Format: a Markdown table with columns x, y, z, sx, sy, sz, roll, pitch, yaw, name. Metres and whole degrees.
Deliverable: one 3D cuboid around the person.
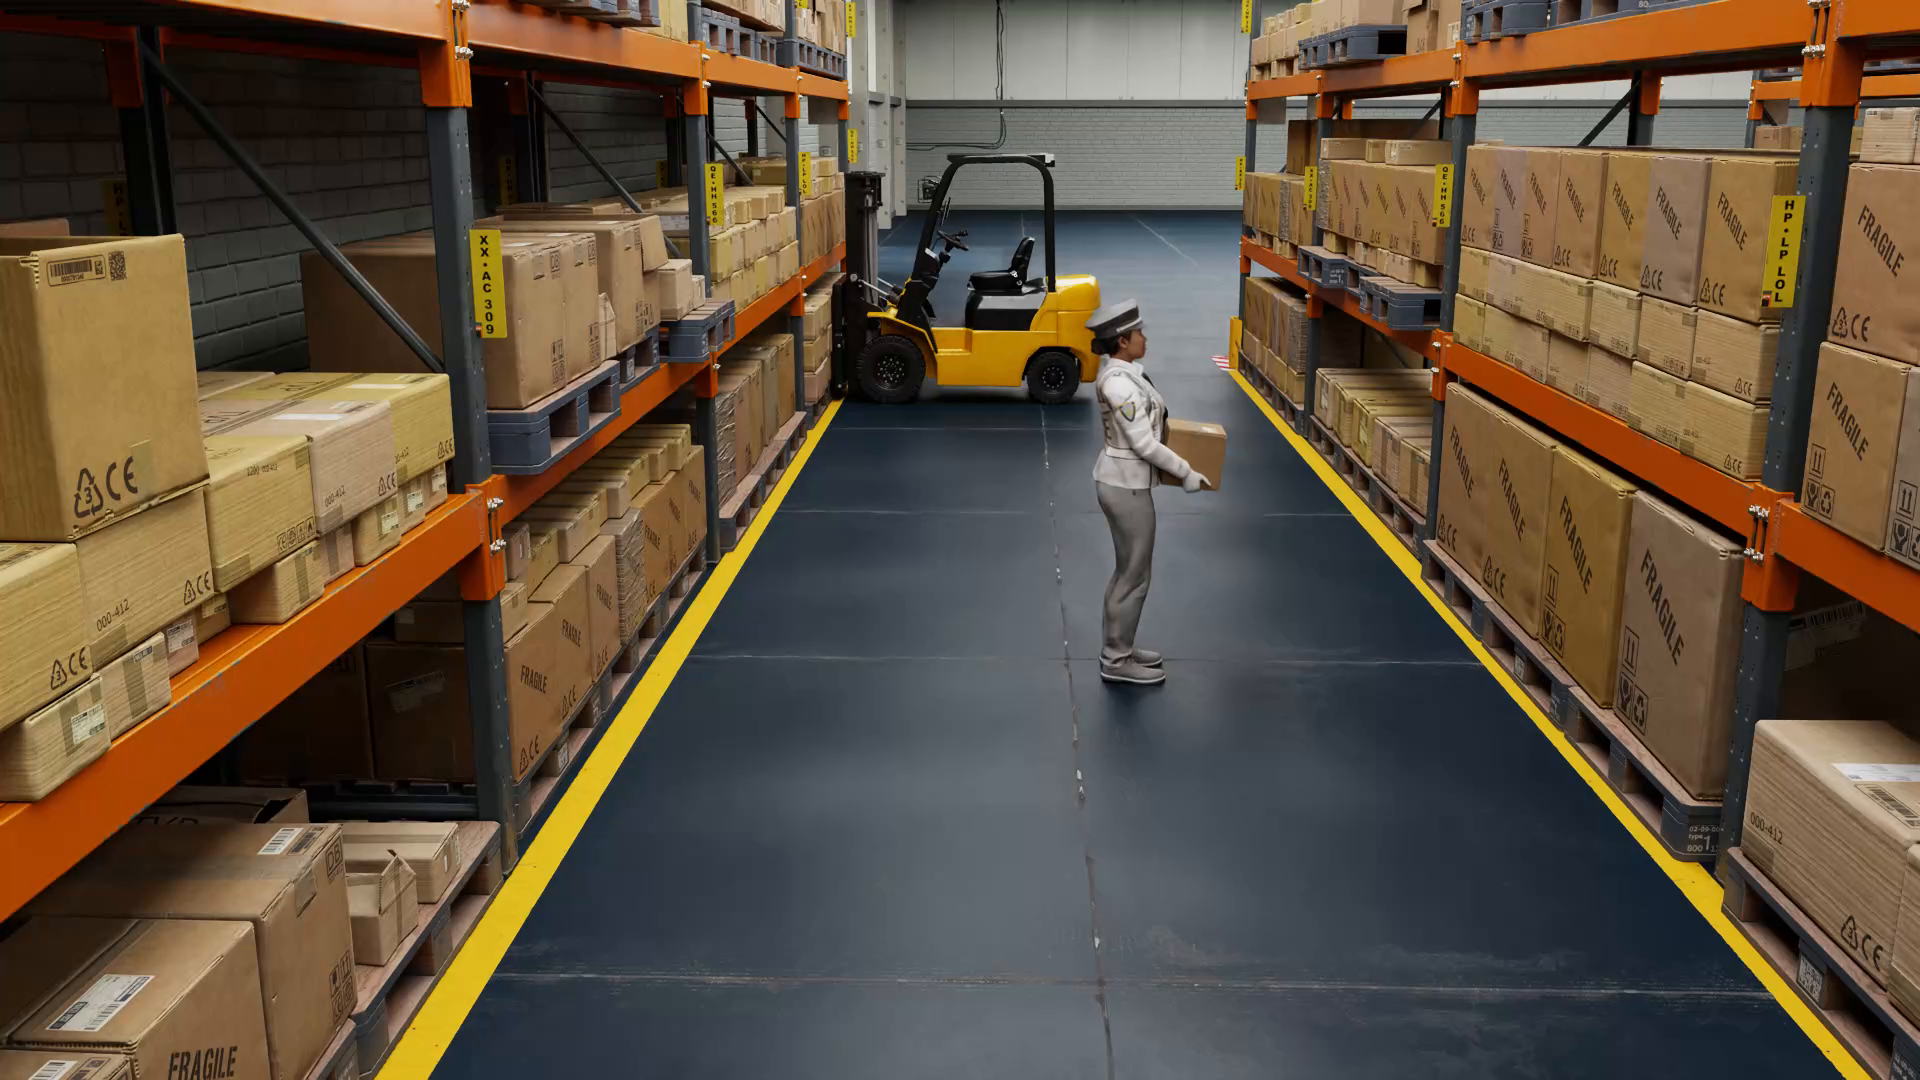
| x | y | z | sx | sy | sz | roll | pitch | yaw | name |
| --- | --- | --- | --- | --- | --- | --- | --- | --- | --- |
| 0.813 | -0.216 | 7.321 | 0.551 | 1.686 | 0.459 | 1 | 14 | 3 | person |
